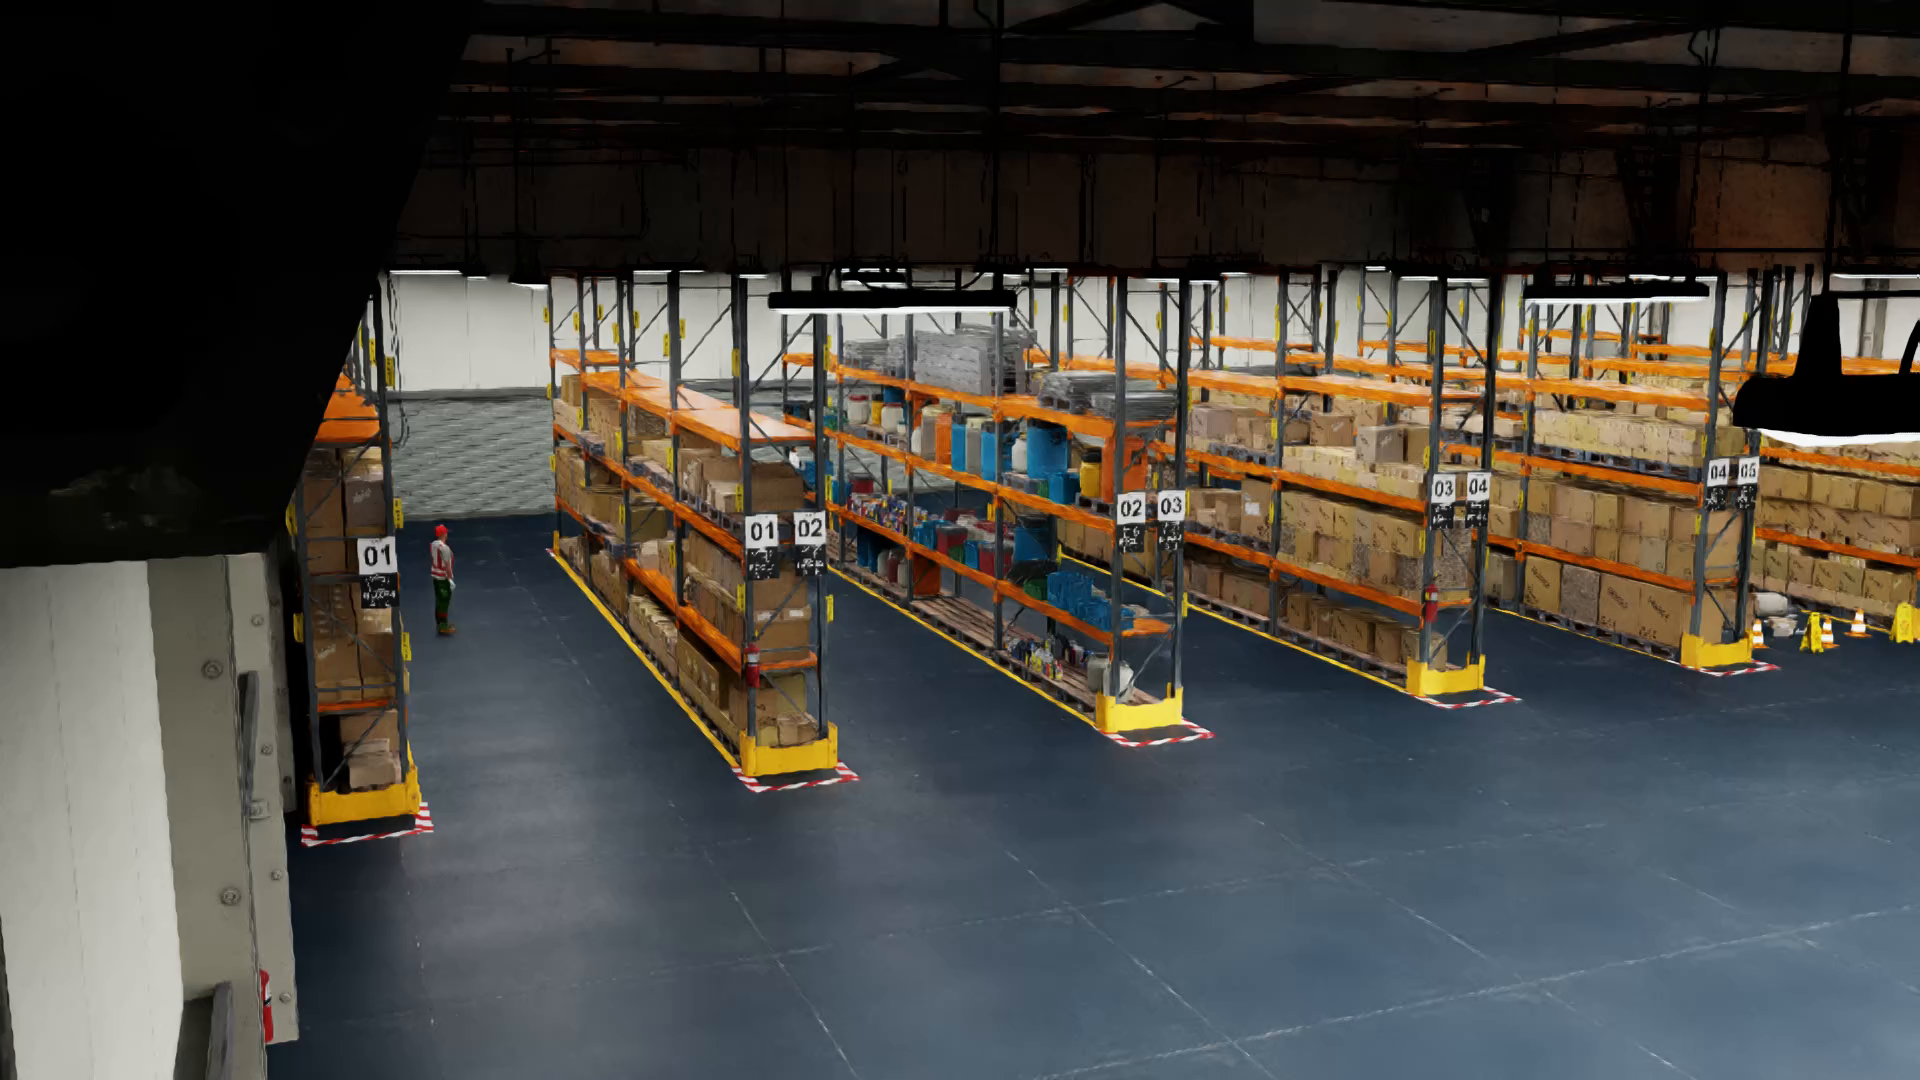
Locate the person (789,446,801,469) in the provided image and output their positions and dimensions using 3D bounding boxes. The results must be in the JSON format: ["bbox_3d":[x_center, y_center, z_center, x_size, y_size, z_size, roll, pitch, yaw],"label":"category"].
[{"bbox_3d":[-4.165,-1.571,40.804,0.454,1.659,0.641,2,10,10],"label":"person"}]

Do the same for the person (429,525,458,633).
[{"bbox_3d":[-8.617,0.626,27.768,0.398,1.793,0.659,-9,13,-41],"label":"person"}]
